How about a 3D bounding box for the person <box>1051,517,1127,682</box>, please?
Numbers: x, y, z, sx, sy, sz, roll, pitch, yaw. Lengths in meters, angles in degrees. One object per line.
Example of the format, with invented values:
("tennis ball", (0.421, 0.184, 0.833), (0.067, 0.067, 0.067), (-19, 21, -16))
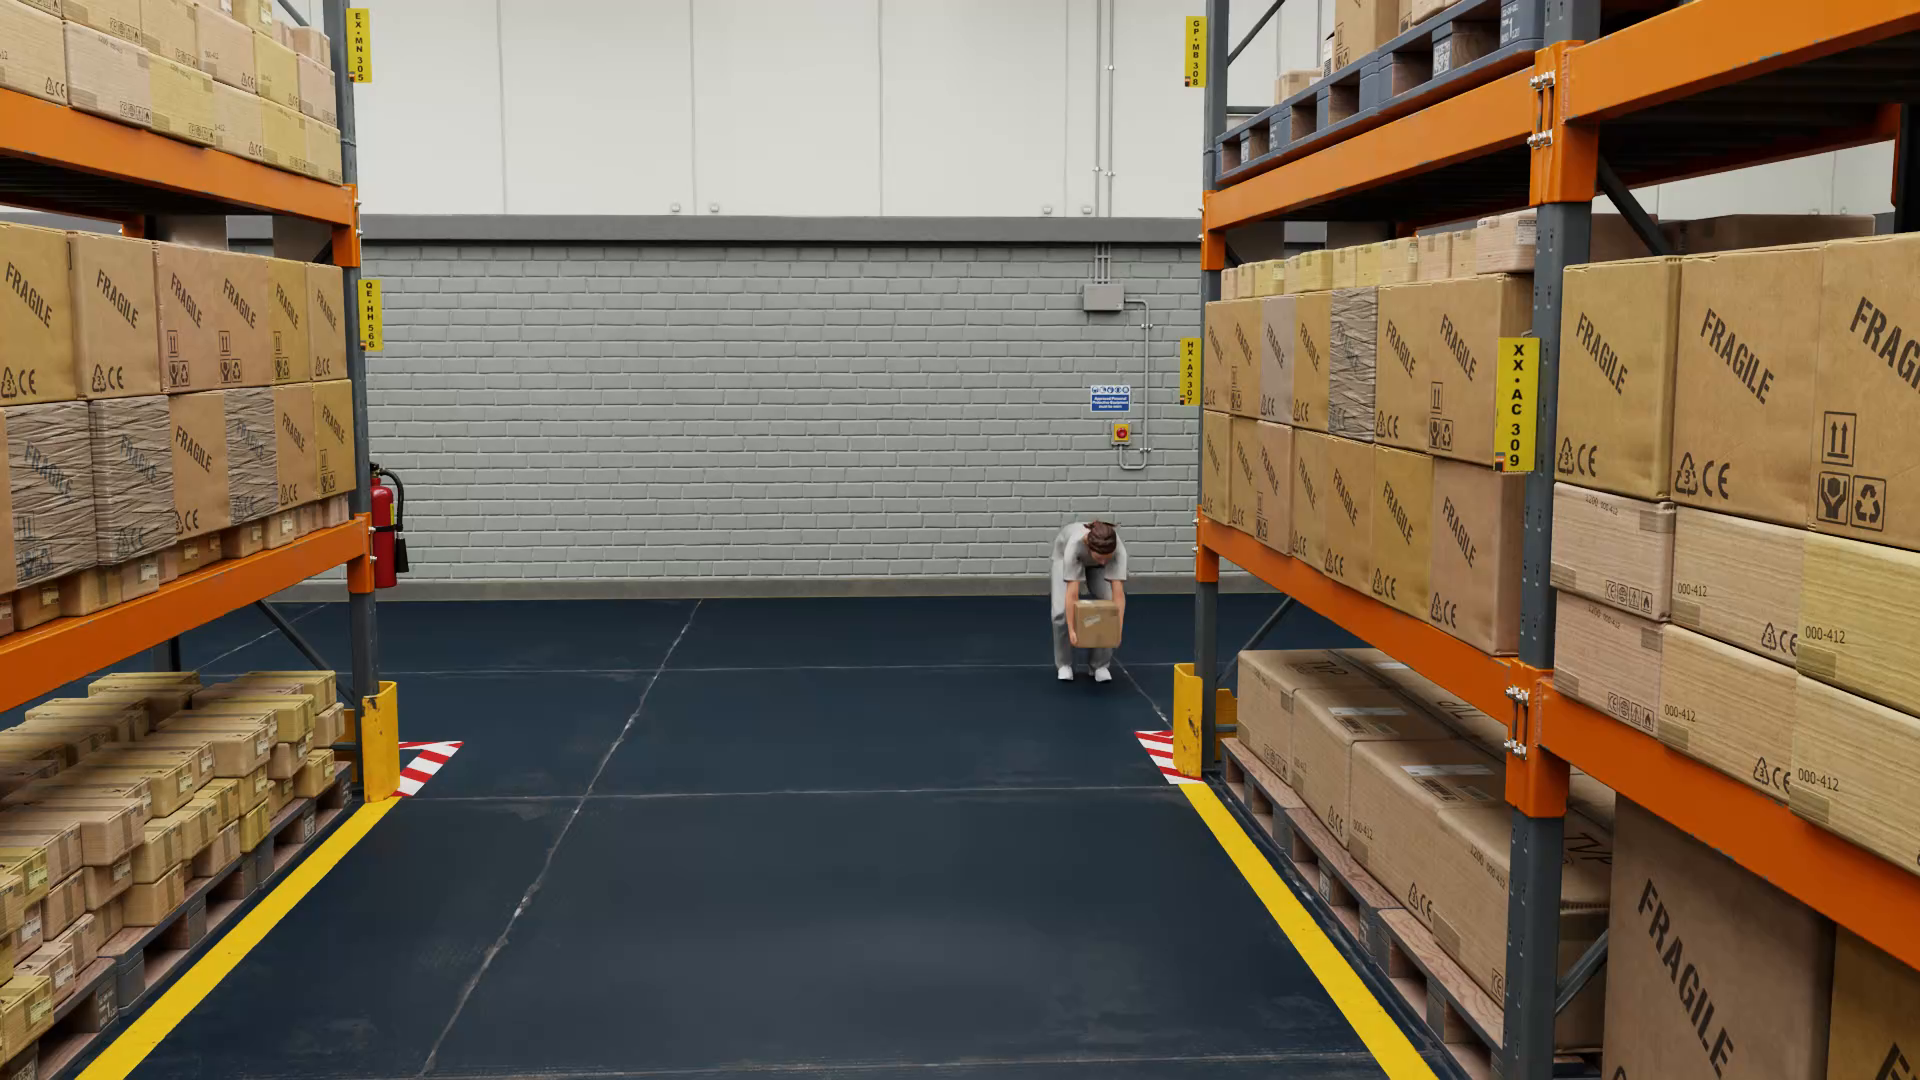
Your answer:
("person", (0.796, 0.367, 10.300), (0.451, 1.057, 0.865), (-1, 7, -7))
